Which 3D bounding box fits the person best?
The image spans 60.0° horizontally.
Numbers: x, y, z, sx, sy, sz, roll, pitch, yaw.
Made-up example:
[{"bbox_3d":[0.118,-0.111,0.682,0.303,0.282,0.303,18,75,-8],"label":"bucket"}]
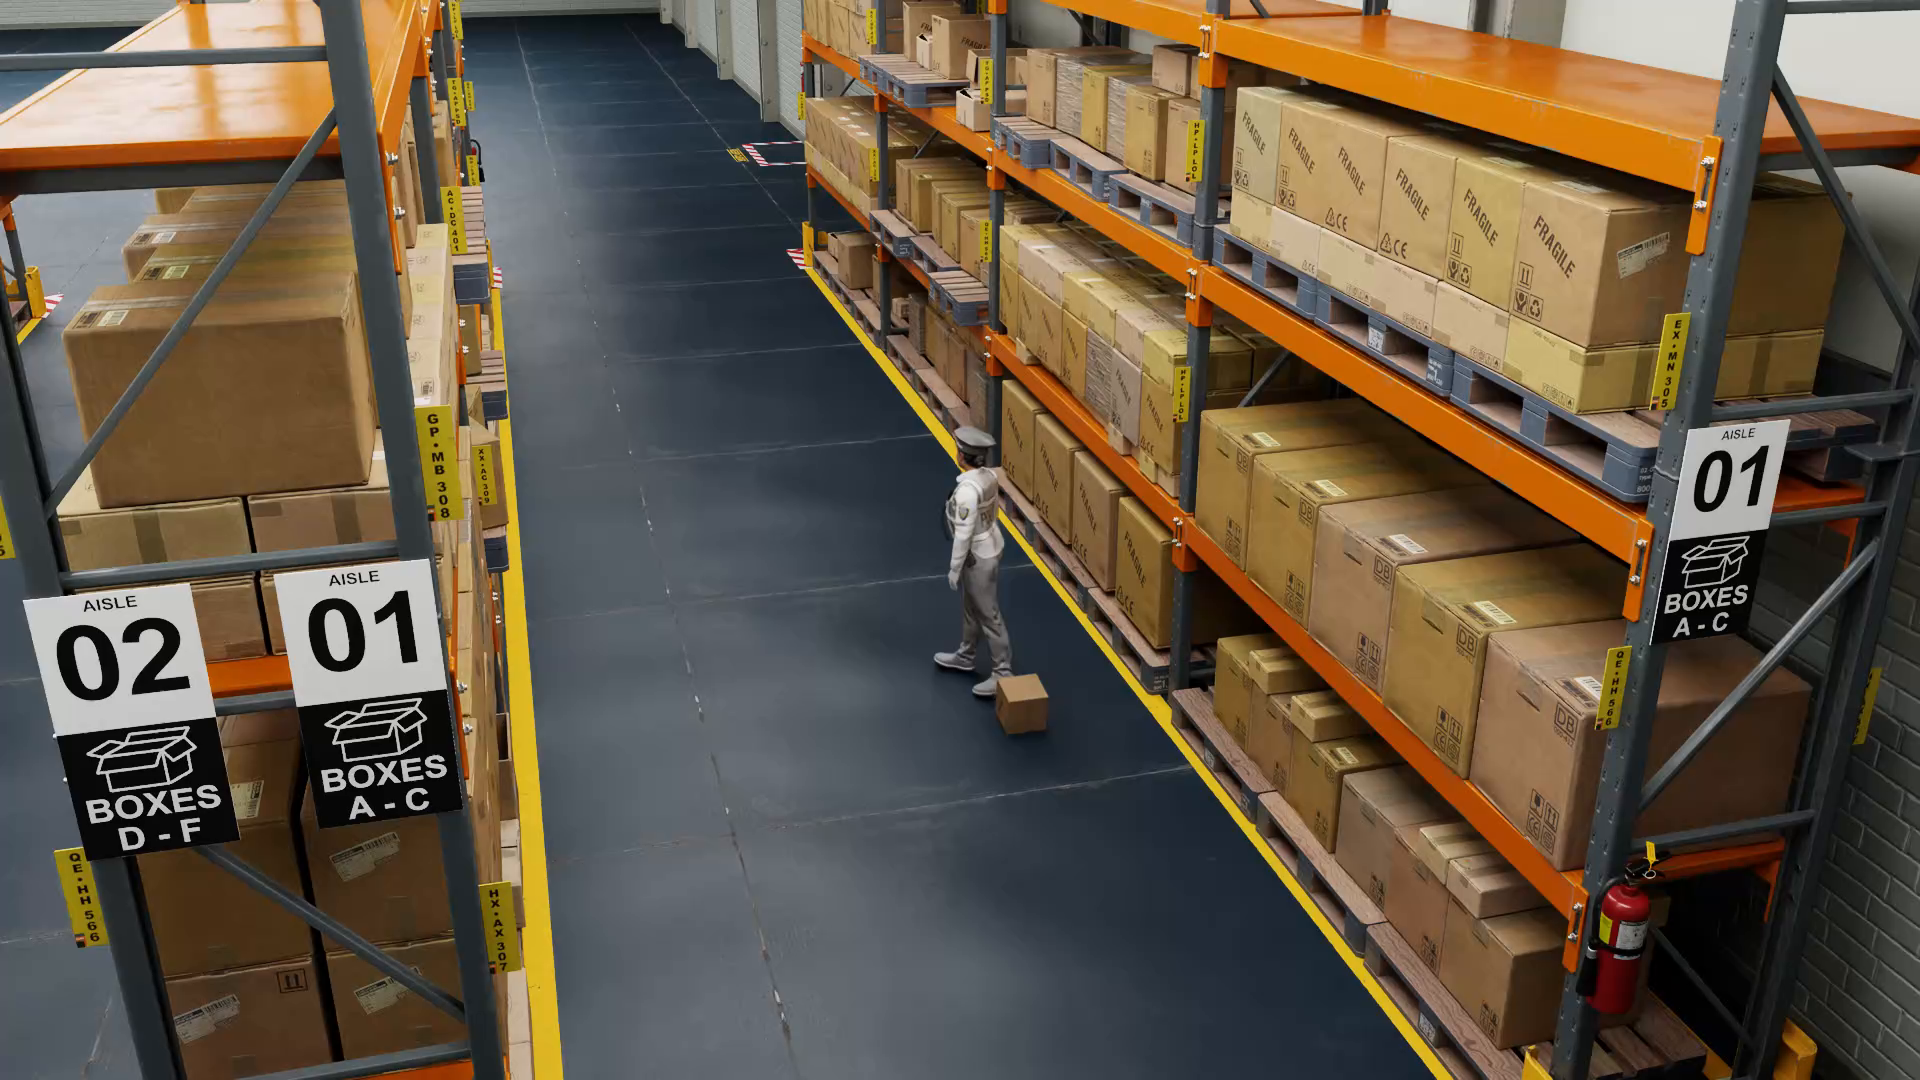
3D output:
[{"bbox_3d":[0.083,0.113,10.322,0.584,1.656,0.530,6,24,13],"label":"person"}]
